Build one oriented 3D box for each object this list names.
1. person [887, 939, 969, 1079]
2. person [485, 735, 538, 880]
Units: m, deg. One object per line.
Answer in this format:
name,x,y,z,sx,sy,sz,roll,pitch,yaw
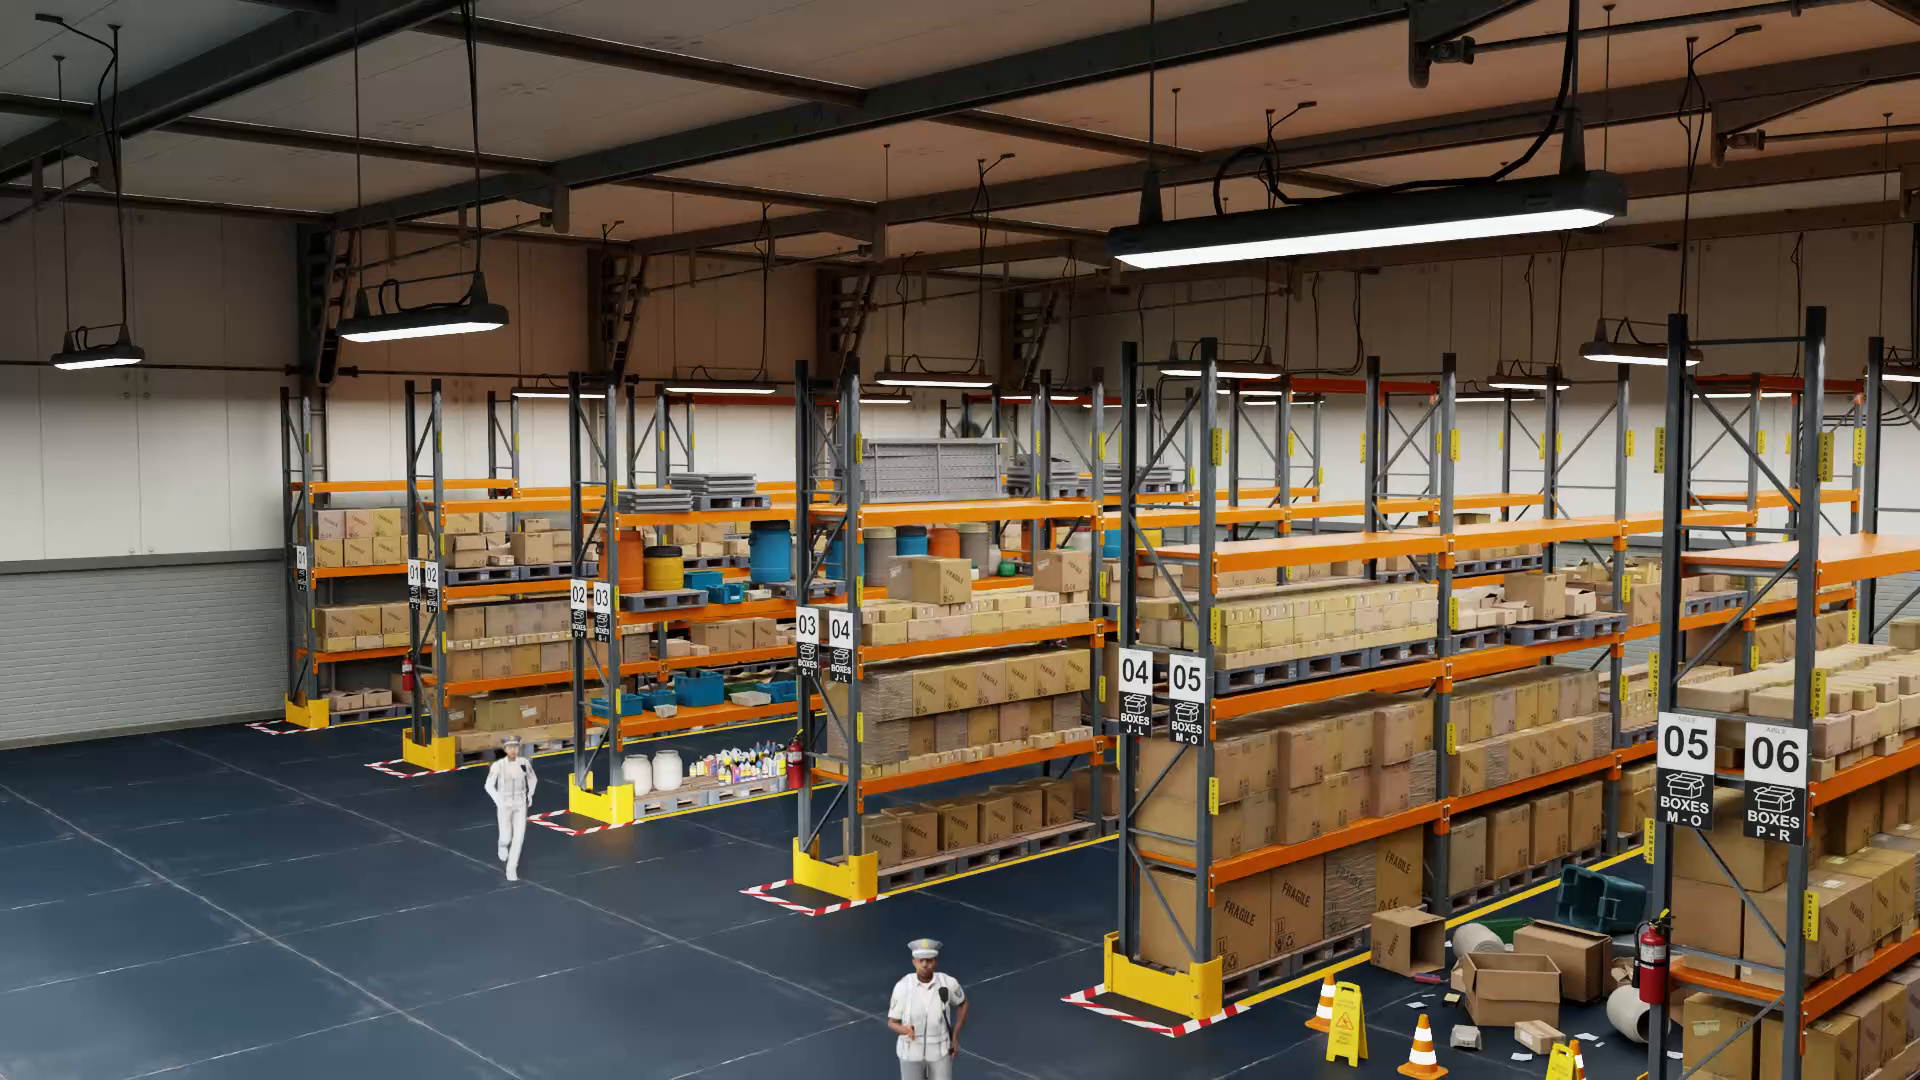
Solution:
person,-0.223,3.595,11.445,0.554,1.737,0.672,0,4,2
person,-5.229,3.092,19.441,0.612,1.661,0.701,-2,4,-24
